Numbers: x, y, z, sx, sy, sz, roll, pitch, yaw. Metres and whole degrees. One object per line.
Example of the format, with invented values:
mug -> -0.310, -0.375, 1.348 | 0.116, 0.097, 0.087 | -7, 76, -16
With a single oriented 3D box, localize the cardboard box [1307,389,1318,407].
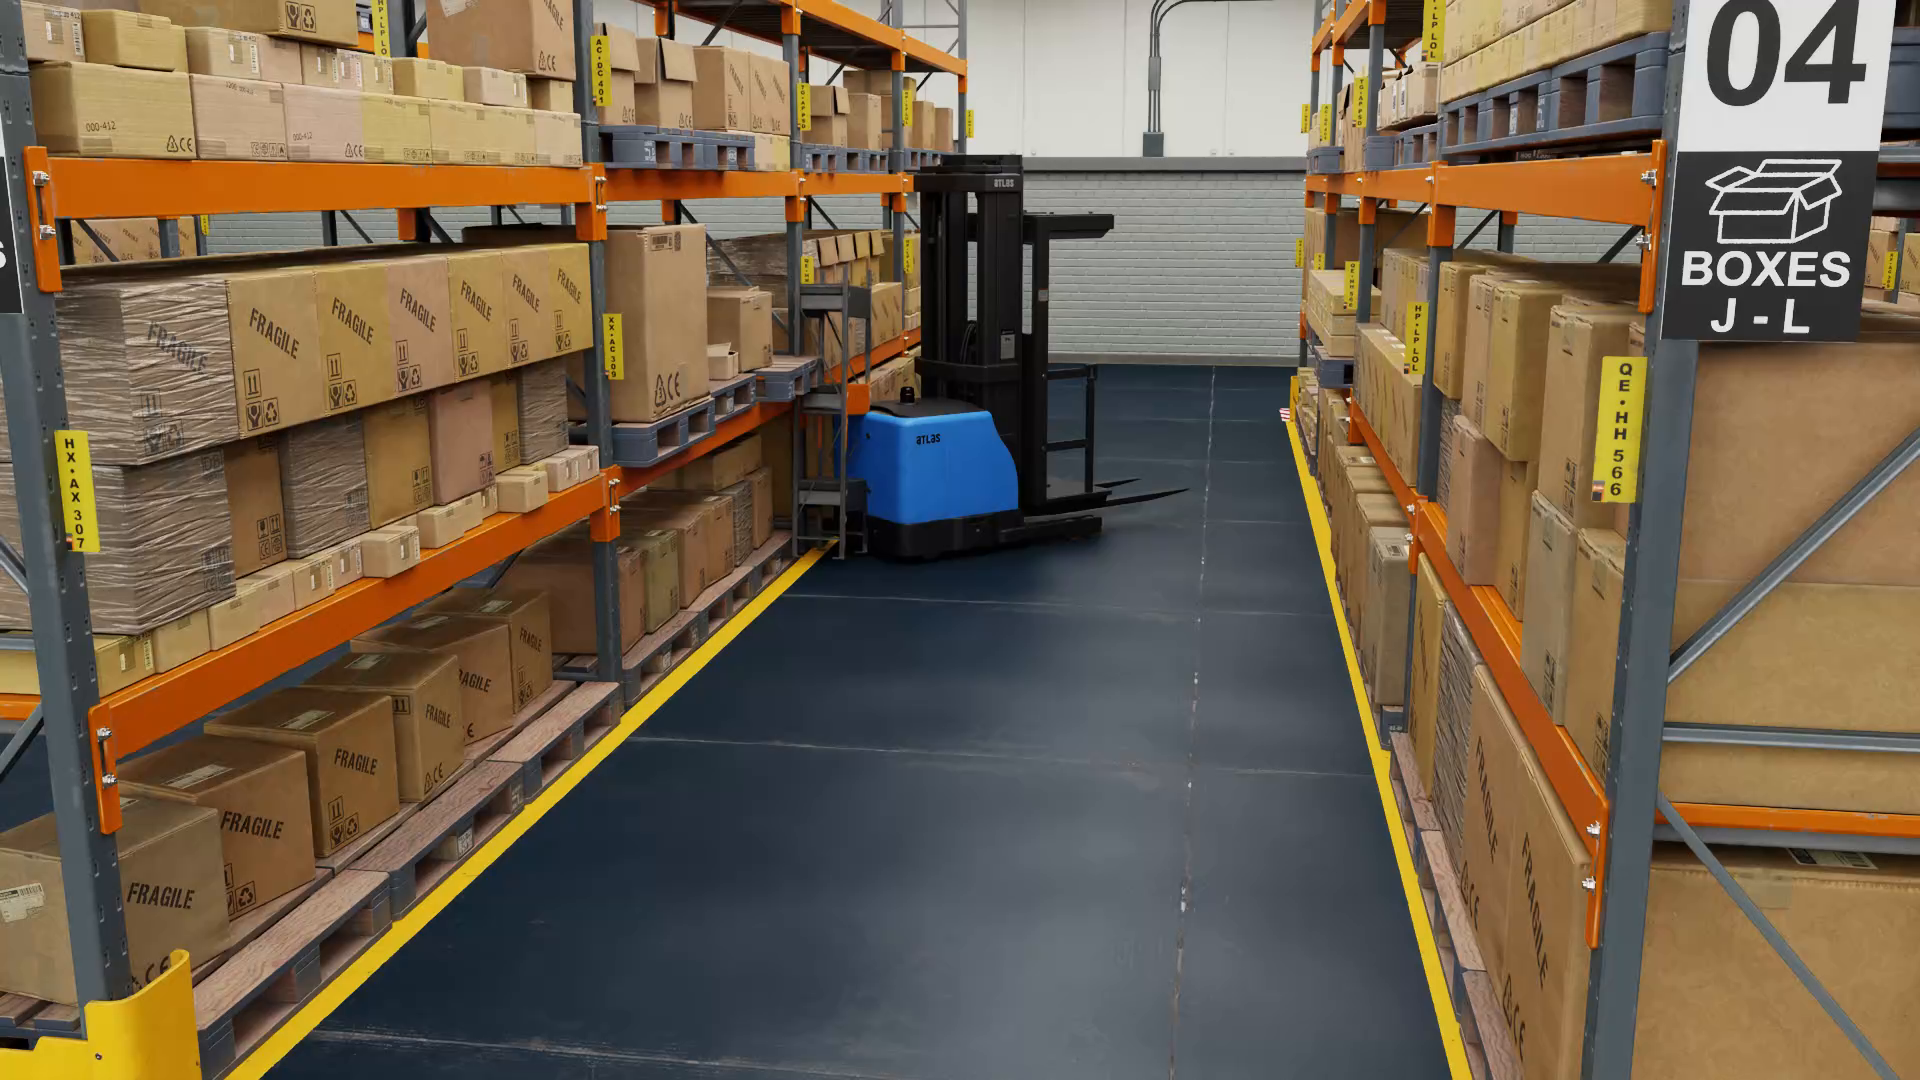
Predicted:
cardboard box -> 3.744, -1.442, 16.922 | 0.380, 0.149, 0.250 | 1, 12, 6

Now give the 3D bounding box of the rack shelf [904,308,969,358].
rack shelf -> -0.730, -2.286, 18.188 | 1.077, 0.370, 4.000 | 2, 12, 9

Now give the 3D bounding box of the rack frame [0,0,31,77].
rack frame -> -2.884, -2.656, 3.957 | 1.000, 3.000, 0.127 | 2, 12, 9

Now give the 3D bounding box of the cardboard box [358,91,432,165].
cardboard box -> -2.326, -1.527, 6.196 | 0.500, 0.250, 0.500 | 2, 12, 10

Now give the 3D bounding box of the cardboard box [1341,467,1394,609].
cardboard box -> 2.919, -0.006, 10.247 | 1.050, 0.750, 0.750 | 2, 12, 10

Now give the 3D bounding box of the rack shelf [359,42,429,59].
rack shelf -> -5.624, -5.184, 18.343 | 1.077, 0.370, 4.000 | 2, 12, 9

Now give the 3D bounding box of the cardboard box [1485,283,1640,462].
cardboard box -> 2.264, -0.563, 5.566 | 0.875, 0.550, 0.500 | 2, 12, 9

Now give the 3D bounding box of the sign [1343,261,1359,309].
sign -> 2.695, -1.750, 11.432 | 0.100, 0.325, 0.005 | 2, 12, 9

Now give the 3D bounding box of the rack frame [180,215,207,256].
rack frame -> -10.211, -3.376, 21.537 | 1.000, 3.000, 0.127 | 2, 12, 9

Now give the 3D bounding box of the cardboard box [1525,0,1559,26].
cardboard box -> 1.957, -1.654, 4.842 | 0.500, 0.250, 0.500 | 2, 12, 8

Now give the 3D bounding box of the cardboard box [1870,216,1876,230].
cardboard box -> 8.704, -2.986, 15.577 | 0.380, 0.149, 0.250 | 2, 12, 8

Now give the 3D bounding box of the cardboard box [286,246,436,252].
cardboard box -> -2.664, -1.049, 7.426 | 0.500, 0.500, 0.500 | 2, 12, 9

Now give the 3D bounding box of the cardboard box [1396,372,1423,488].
cardboard box -> 2.433, -0.540, 8.143 | 0.500, 0.500, 0.500 | 2, 12, 8

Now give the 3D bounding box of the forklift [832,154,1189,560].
forklift -> 0.504, -1.511, 13.047 | 3.031, 2.935, 1.130 | -9, 15, -35

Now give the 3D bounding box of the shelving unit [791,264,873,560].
shelving unit -> -0.934, -0.935, 12.154 | 0.431, 2.100, 0.503 | 3, 6, 17

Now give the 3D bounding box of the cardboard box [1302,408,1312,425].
cardboard box -> 3.858, -1.321, 17.774 | 0.380, 0.149, 0.250 | 1, 12, 6

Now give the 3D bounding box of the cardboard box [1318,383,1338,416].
cardboard box -> 3.473, -1.244, 14.803 | 0.500, 0.250, 0.500 | 1, 12, 6

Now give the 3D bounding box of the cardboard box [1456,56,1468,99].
cardboard box -> 2.147, -1.801, 6.474 | 0.380, 0.149, 0.250 | 2, 12, 9

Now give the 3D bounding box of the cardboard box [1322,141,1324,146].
cardboard box -> 3.759, -3.889, 15.969 | 0.500, 0.250, 0.500 | 1, 12, 6

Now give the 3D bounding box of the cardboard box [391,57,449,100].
cardboard box -> -2.230, -1.792, 6.480 | 0.380, 0.149, 0.250 | 2, 12, 11

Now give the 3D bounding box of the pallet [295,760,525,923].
pallet -> -2.522, 1.203, 6.911 | 1.003, 0.211, 1.213 | 2, 12, 9

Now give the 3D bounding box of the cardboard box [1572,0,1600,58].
cardboard box -> 1.796, -1.325, 4.265 | 0.380, 0.149, 0.250 | 2, 12, 9

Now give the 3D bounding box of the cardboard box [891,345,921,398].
cardboard box -> -0.857, -1.523, 16.986 | 0.875, 0.875, 0.875 | 2, 12, 9

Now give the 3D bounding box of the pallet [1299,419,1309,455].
pallet -> 4.101, -1.072, 17.467 | 1.003, 0.211, 1.213 | 2, 12, 9

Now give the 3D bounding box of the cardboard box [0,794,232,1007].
cardboard box -> -2.771, 1.164, 5.409 | 0.500, 0.500, 0.500 | 4, 13, 19

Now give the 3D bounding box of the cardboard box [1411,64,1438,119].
cardboard box -> 2.590, -2.286, 8.481 | 0.500, 0.250, 0.500 | 2, 12, 8

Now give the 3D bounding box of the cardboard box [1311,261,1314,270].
cardboard box -> 3.801, -2.555, 16.787 | 0.500, 0.500, 0.500 | 2, 12, 8

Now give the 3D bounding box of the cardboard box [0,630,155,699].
cardboard box -> -2.604, 0.348, 4.855 | 0.380, 0.149, 0.250 | 2, 12, 9

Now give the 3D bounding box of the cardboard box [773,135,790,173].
cardboard box -> -1.484, -2.675, 11.520 | 0.500, 0.250, 0.500 | 2, 12, 9

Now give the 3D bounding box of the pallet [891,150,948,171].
pallet -> -0.712, -4.067, 17.838 | 1.003, 0.211, 1.213 | 2, 12, 9

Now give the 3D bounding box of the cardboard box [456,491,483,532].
cardboard box -> -2.252, -0.120, 7.028 | 0.380, 0.149, 0.250 | 2, 12, 9

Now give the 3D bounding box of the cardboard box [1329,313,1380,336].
cardboard box -> 2.858, -1.552, 11.970 | 0.380, 0.149, 0.250 | 2, 12, 10

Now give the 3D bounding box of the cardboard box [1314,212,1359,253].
cardboard box -> 3.727, -2.937, 16.185 | 0.500, 0.500, 0.500 | 1, 12, 7

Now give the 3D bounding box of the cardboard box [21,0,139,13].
cardboard box -> -2.895, -1.959, 5.714 | 0.500, 0.500, 0.500 | 2, 12, 9

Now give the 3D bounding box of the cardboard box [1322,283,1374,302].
cardboard box -> 3.016, -1.909, 12.921 | 0.380, 0.149, 0.250 | 2, 12, 9

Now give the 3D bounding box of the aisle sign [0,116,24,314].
aisle sign -> -2.597, -0.971, 4.211 | 0.394, 0.787, 0.004 | 2, 12, 9

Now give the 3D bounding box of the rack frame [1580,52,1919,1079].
rack frame -> 2.002, 0.458, 3.746 | 1.000, 3.000, 0.127 | 2, 12, 9

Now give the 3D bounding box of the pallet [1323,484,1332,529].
pallet -> 3.544, -0.260, 13.697 | 1.003, 0.211, 1.213 | 2, 12, 9

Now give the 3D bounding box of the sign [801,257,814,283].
sign -> -1.116, -1.900, 12.131 | 0.100, 0.325, 0.005 | 2, 12, 9

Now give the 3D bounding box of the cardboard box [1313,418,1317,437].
cardboard box -> 3.582, -1.072, 15.914 | 0.380, 0.149, 0.250 | 2, 12, 10

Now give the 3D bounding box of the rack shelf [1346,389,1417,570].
rack shelf -> 2.925, -0.439, 9.617 | 1.077, 0.370, 4.000 | 2, 12, 9

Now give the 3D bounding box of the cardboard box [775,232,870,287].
cardboard box -> -1.245, -2.485, 14.785 | 0.797, 0.503, 0.637 | 2, 12, 9

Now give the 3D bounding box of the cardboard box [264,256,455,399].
cardboard box -> -2.299, -0.824, 6.381 | 0.500, 0.500, 0.500 | 2, 12, 9

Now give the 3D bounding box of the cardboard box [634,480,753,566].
cardboard box -> -1.809, -0.126, 11.346 | 0.700, 0.500, 0.500 | 1, 12, 4

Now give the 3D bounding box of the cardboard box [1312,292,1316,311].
cardboard box -> 3.216, -2.038, 14.225 | 0.380, 0.149, 0.250 | 1, 12, 6

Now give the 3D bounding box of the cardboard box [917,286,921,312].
cardboard box -> -0.626, -2.486, 17.059 | 0.500, 0.250, 0.500 | 2, 12, 8

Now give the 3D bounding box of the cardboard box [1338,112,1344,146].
cardboard box -> 3.505, -3.491, 14.168 | 0.500, 0.311, 0.500 | 2, 12, 8

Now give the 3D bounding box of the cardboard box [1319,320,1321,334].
cardboard box -> 3.056, -1.674, 13.239 | 0.380, 0.149, 0.250 | 2, 12, 10

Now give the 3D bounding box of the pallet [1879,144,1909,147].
pallet -> 8.890, -3.493, 15.173 | 1.003, 0.211, 1.213 | 2, 12, 9
